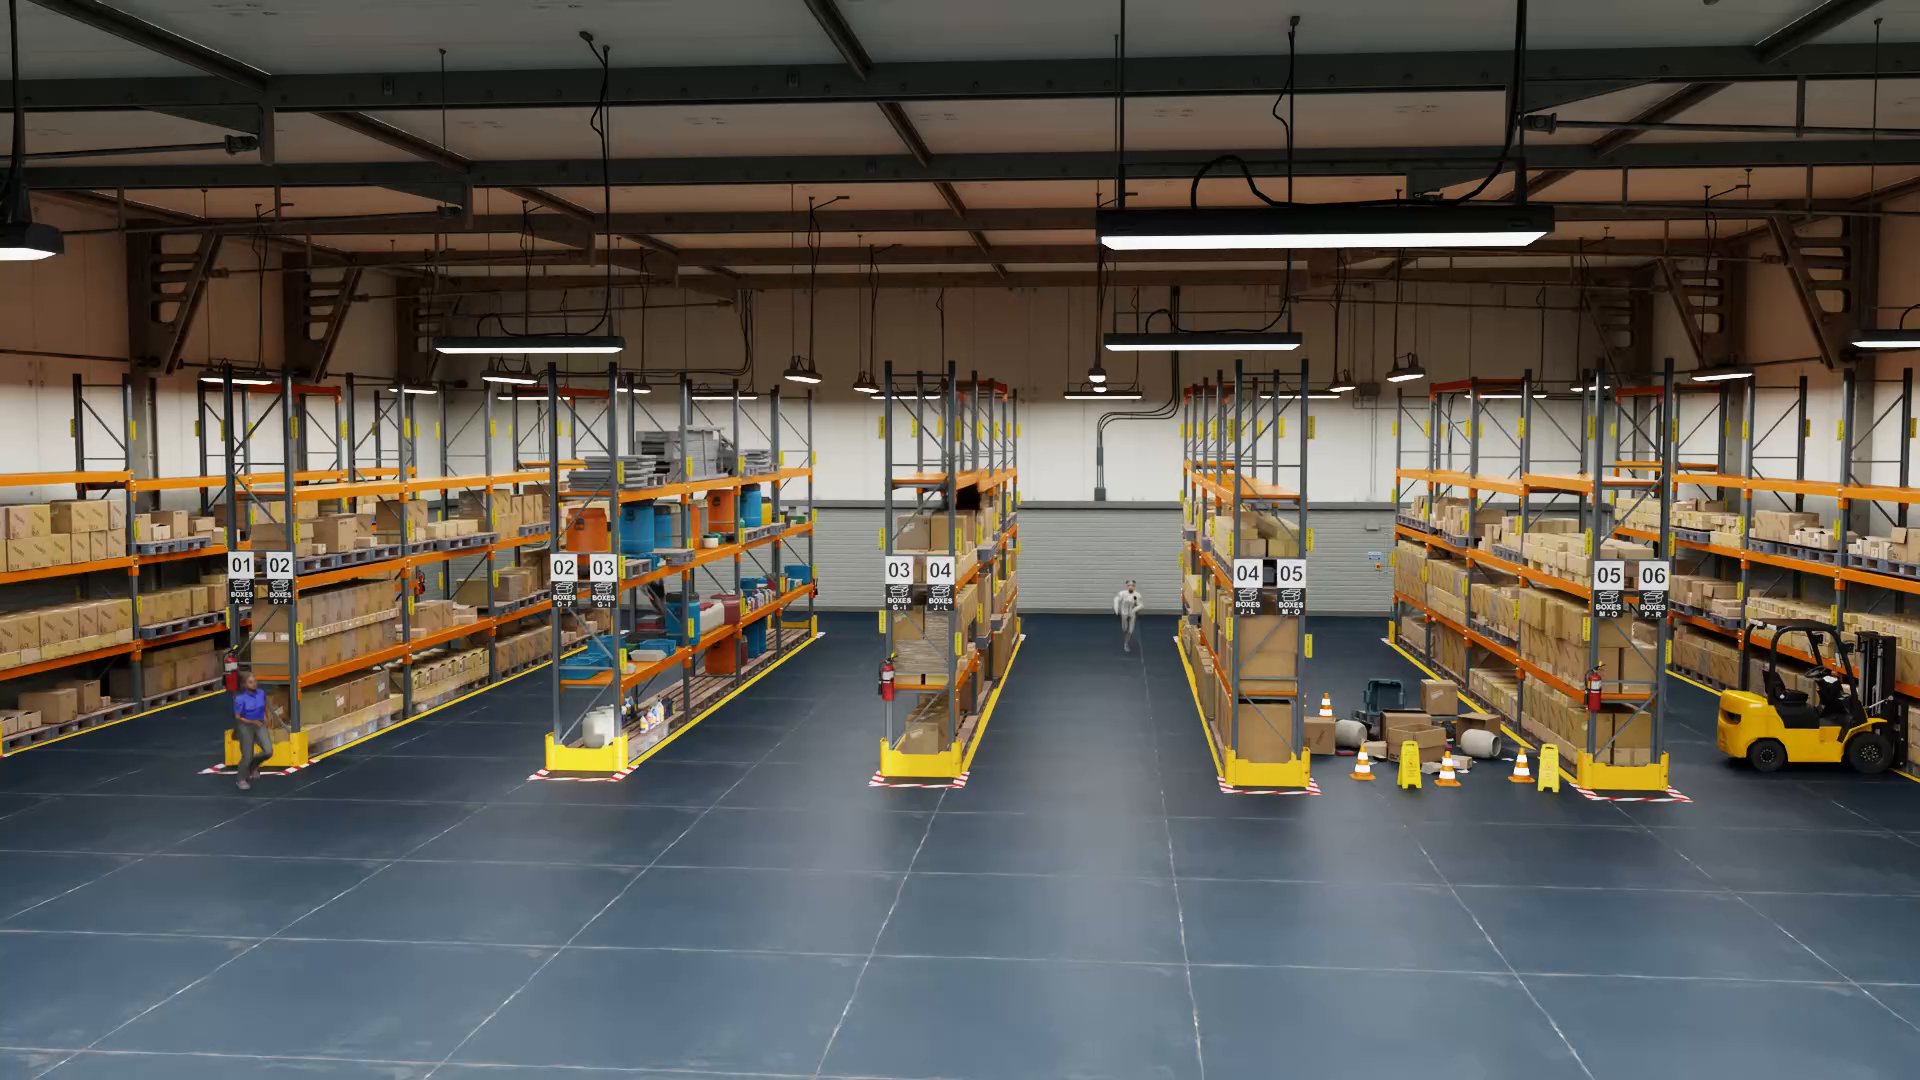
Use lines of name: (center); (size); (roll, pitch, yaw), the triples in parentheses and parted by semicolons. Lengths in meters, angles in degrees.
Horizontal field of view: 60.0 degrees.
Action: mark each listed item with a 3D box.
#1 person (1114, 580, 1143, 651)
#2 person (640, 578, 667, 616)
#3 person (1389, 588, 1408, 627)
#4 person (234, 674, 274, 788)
person: (3.833, 1.714, 37.823); (0.653, 1.643, 0.630); (0, 4, 6)
person: (-7.623, 1.465, 41.624); (0.744, 1.625, 0.735); (3, 5, 38)
person: (10.767, 1.515, 40.459); (0.589, 1.655, 0.562); (0, 4, -2)
person: (-9.848, 2.676, 23.234); (0.711, 1.600, 0.599); (3, 5, 38)
